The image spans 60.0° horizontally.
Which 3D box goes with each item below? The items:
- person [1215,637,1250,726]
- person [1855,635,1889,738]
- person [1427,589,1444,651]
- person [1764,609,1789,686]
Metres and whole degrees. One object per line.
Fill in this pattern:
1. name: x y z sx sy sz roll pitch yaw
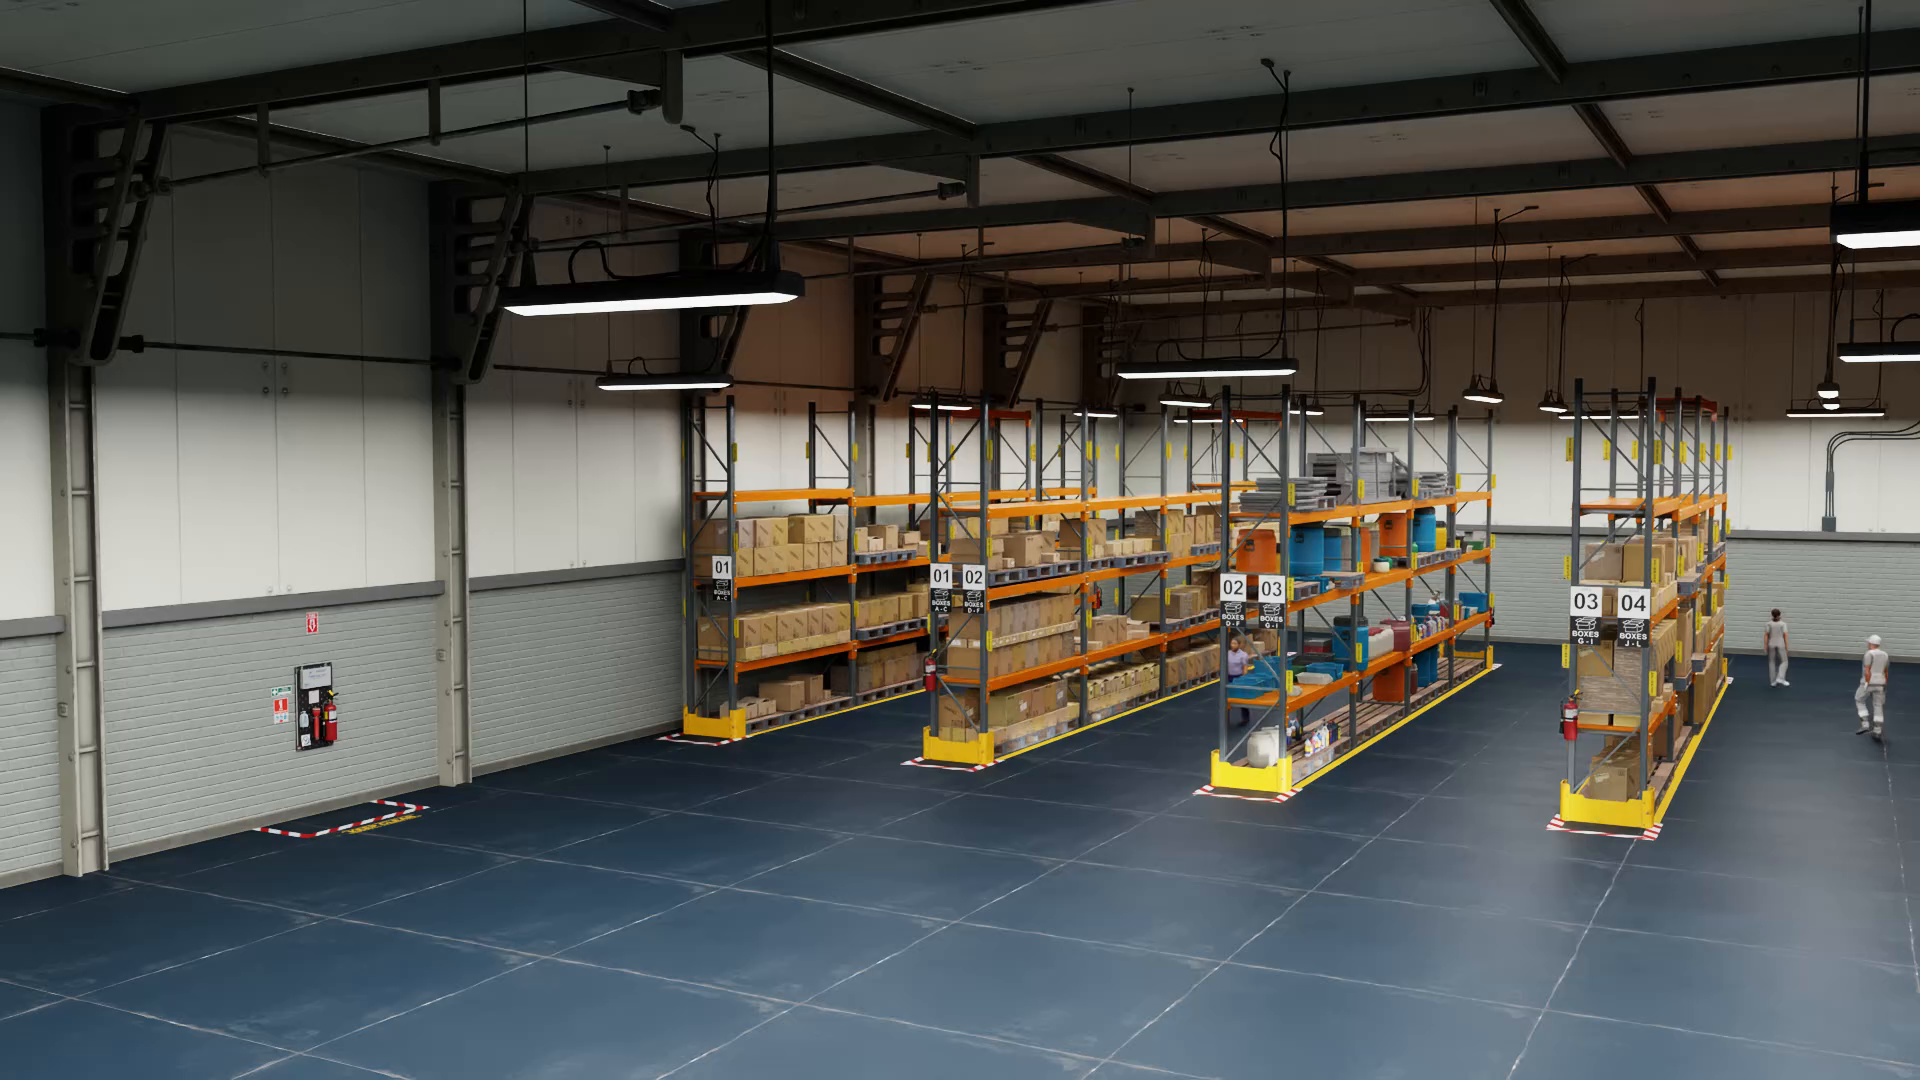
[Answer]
1. person: 5.024 2.582 30.386 0.491 1.600 0.940 2 4 34
2. person: 16.096 2.565 29.249 0.519 1.781 0.535 0 3 7
3. person: 12.032 2.010 41.757 0.663 1.600 0.688 2 4 39
4. person: 17.476 2.302 35.578 0.502 1.669 0.529 1 3 26
